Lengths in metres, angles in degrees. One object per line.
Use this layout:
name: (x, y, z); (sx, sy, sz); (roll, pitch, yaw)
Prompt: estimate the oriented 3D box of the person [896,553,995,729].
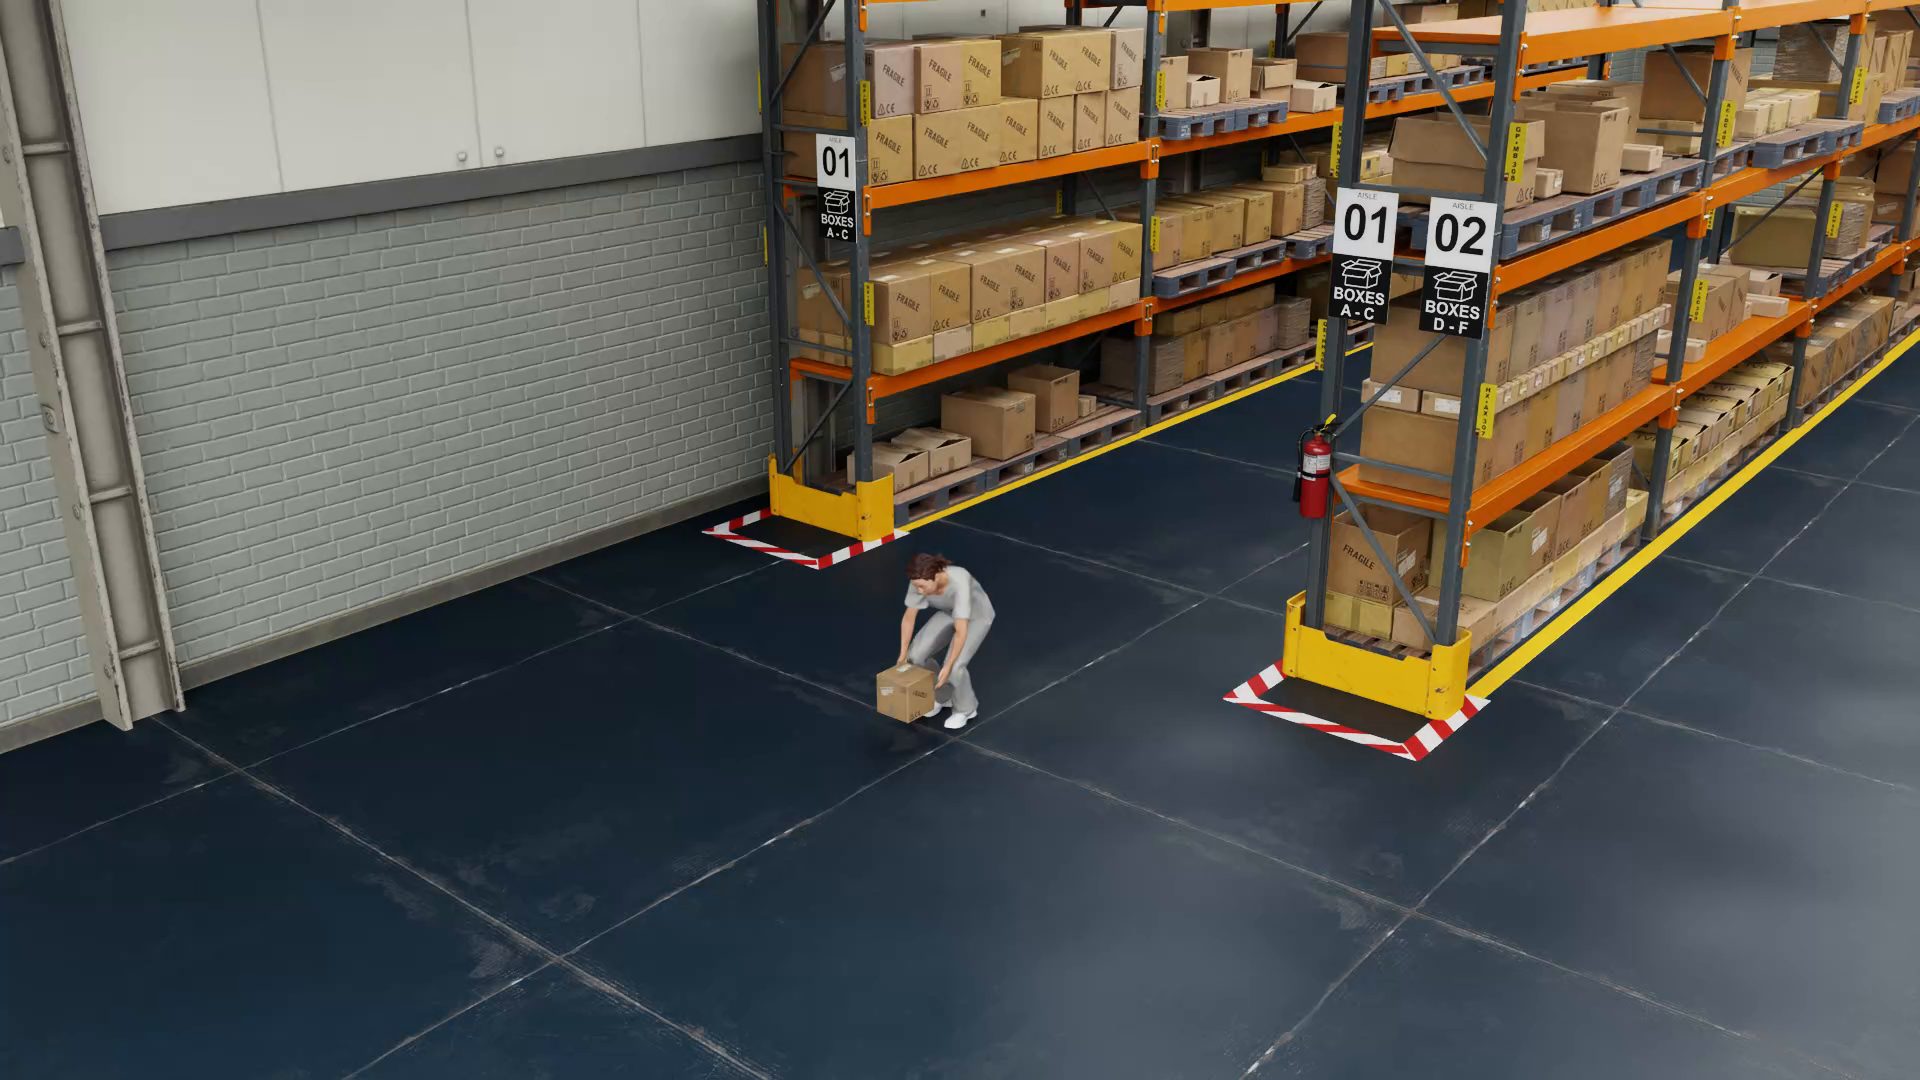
person: (-0.071, 0.570, 10.235); (0.495, 1.194, 0.725); (16, 26, 36)
